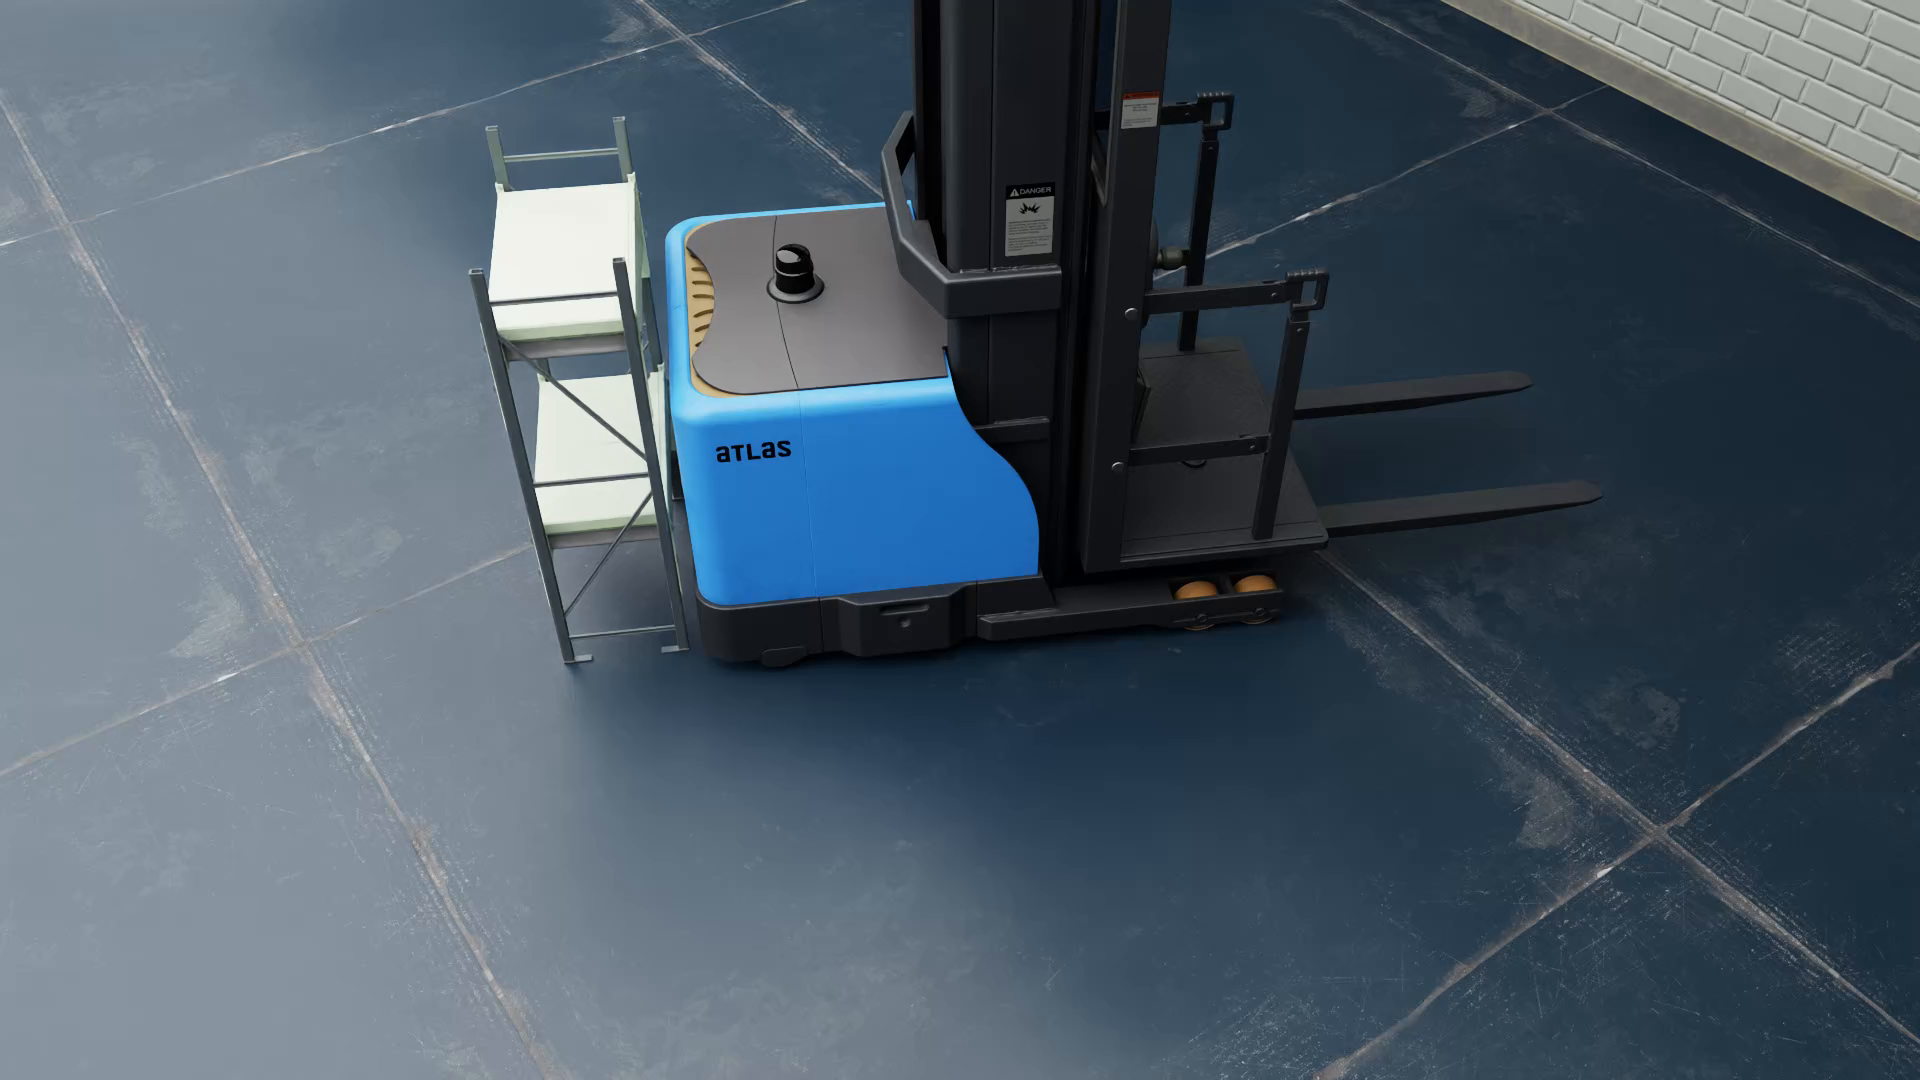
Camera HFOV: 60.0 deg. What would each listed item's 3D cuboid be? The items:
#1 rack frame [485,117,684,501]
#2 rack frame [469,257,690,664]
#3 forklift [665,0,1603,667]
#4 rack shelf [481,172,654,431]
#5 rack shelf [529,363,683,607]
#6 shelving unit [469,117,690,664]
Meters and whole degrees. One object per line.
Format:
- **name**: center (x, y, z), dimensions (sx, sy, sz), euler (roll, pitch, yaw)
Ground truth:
- **rack frame**: center (-1.180, -0.672, 5.368), dimensions (0.400, 1.500, 0.023), euler (-6, 44, -6)
- **rack frame**: center (-1.073, -0.172, 4.844), dimensions (0.400, 1.500, 0.023), euler (-6, 44, -6)
- **forklift**: center (0.617, -1.122, 4.803), dimensions (3.031, 2.935, 1.130), euler (-6, 44, -6)
- **rack shelf**: center (-1.126, -0.704, 4.836), dimensions (0.431, 0.370, 0.720), euler (-6, 44, -6)
- **rack shelf**: center (-1.126, -0.186, 5.331), dimensions (0.431, 0.370, 0.720), euler (-6, 44, -6)
- **shelving unit**: center (-1.126, -0.422, 5.106), dimensions (0.431, 1.500, 0.755), euler (-6, 44, -6)
